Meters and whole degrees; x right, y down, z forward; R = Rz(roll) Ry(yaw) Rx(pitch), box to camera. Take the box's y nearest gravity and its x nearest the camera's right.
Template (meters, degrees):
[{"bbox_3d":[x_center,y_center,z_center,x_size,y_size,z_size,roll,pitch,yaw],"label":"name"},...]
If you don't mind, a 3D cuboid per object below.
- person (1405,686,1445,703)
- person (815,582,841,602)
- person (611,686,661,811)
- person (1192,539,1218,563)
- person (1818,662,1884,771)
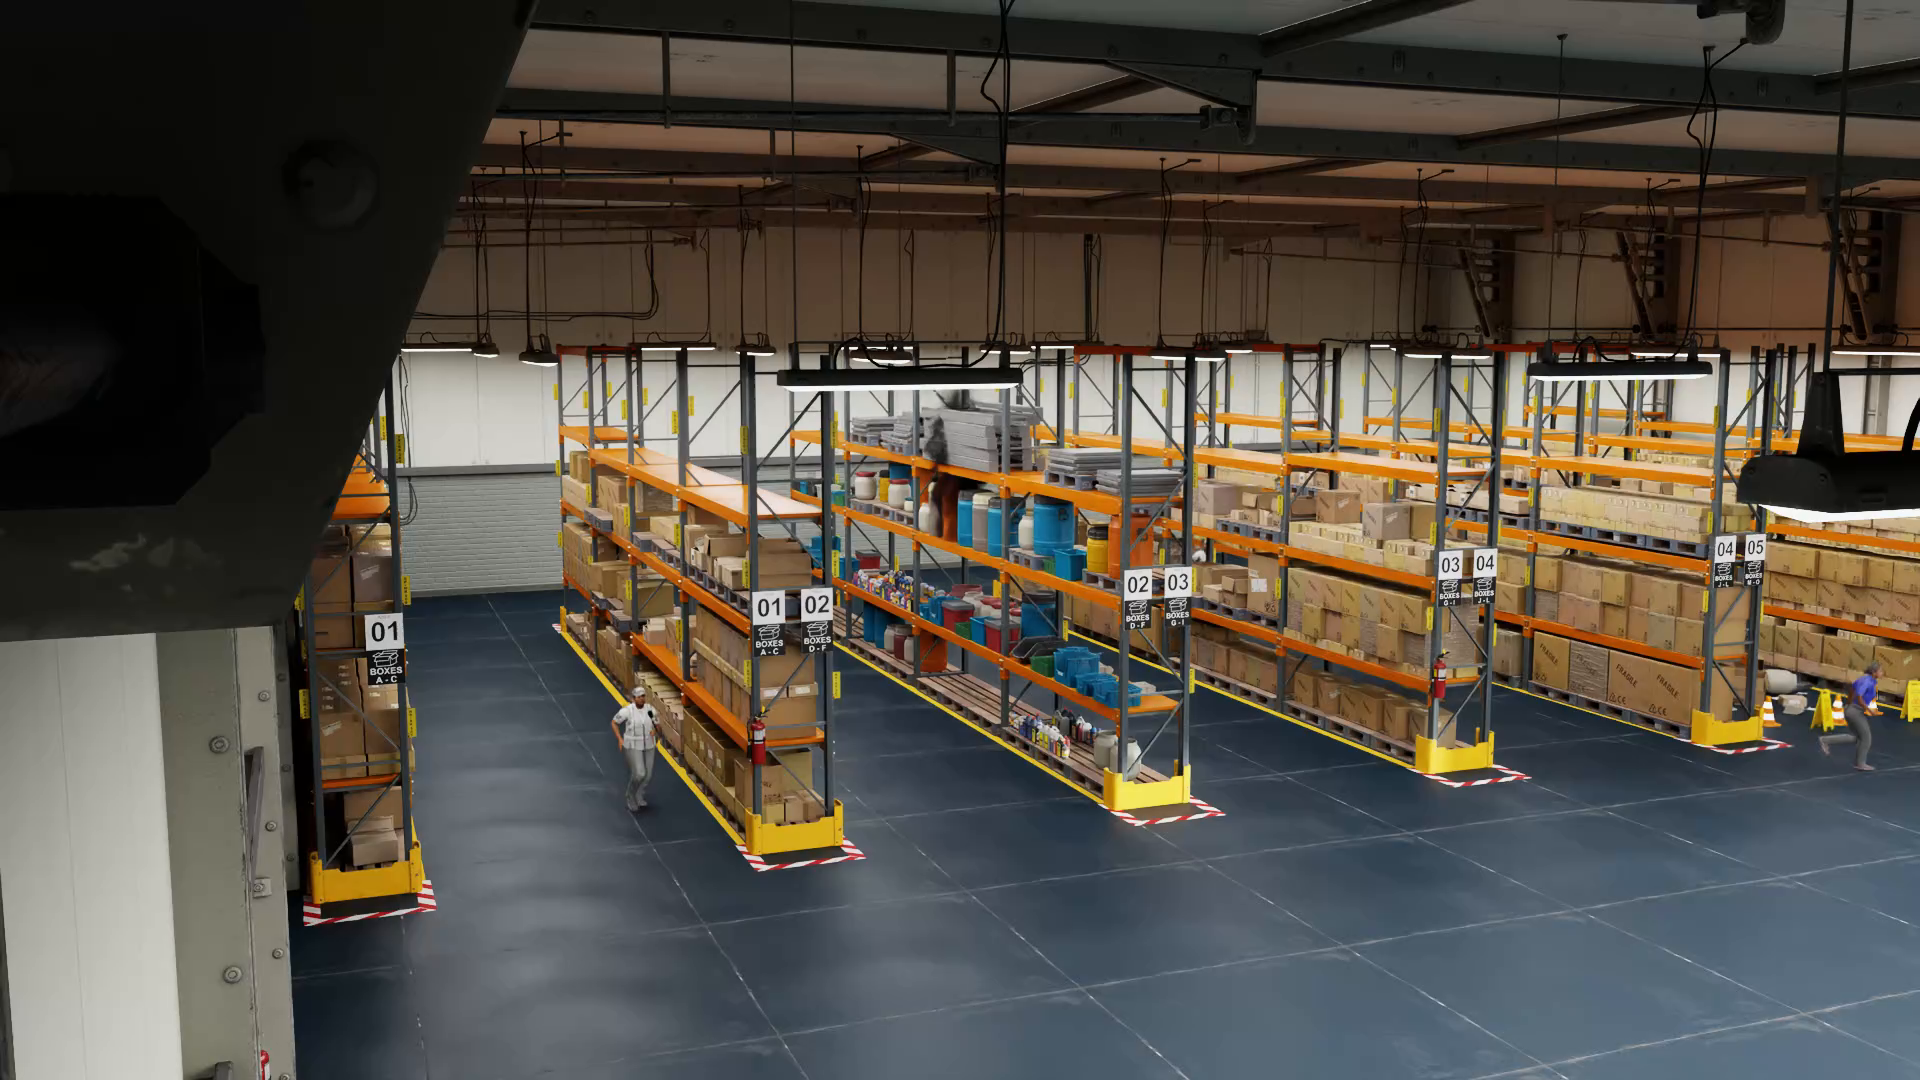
[{"bbox_3d":[8.014,1.829,28.618,0.728,1.770,1.030,-4,8,-28],"label":"person"},{"bbox_3d":[-3.083,0.650,38.591,0.616,1.639,0.612,0,7,-2],"label":"person"},{"bbox_3d":[-4.200,2.745,21.847,0.584,1.650,0.642,-5,9,-35],"label":"person"},{"bbox_3d":[5.510,0.781,37.154,0.592,1.664,0.600,-2,8,-18],"label":"person"},{"bbox_3d":[12.816,2.552,23.941,0.775,1.519,0.545,4,8,27],"label":"person"}]
